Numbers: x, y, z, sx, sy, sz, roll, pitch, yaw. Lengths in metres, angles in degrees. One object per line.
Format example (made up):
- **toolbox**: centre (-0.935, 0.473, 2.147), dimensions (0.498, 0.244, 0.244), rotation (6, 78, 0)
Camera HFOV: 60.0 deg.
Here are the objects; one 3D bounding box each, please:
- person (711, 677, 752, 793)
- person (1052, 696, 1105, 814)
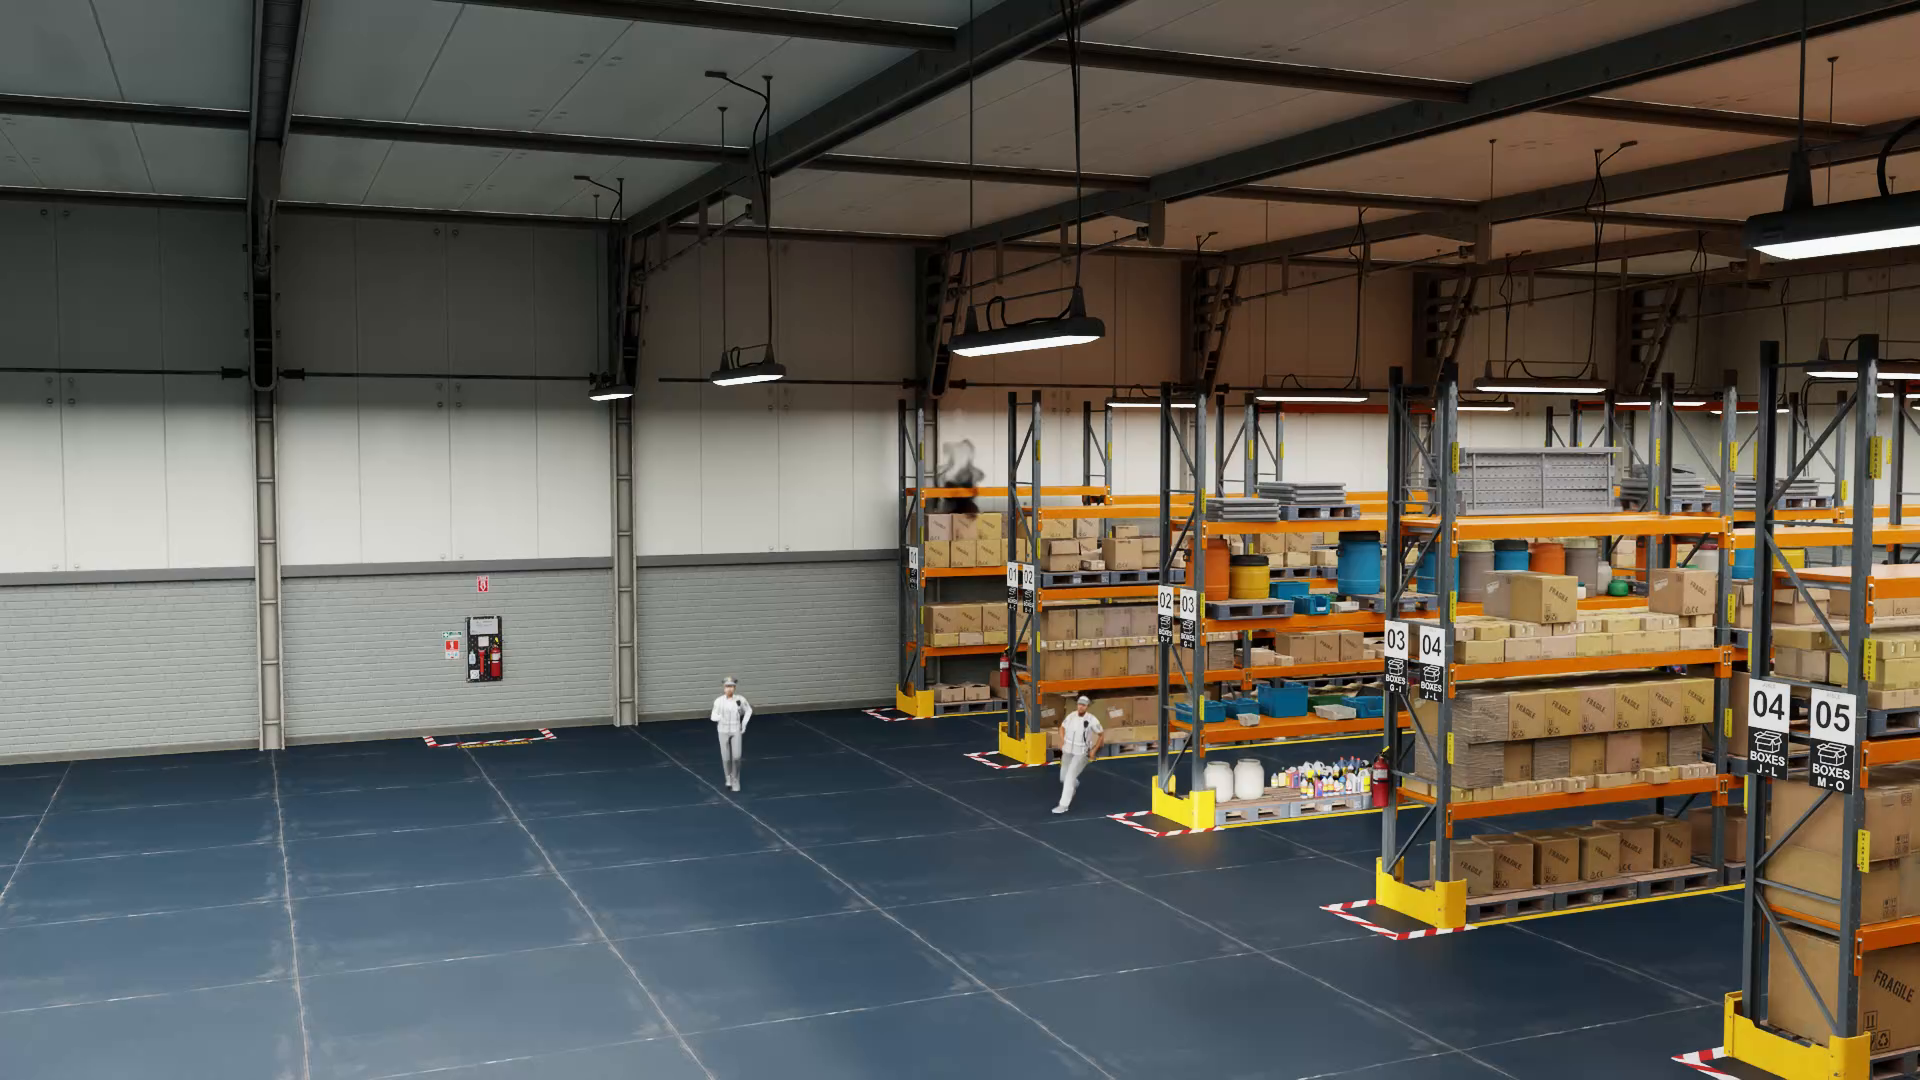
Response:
- **person**: centre (-3.388, 2.884, 24.613), dimensions (0.593, 1.723, 0.651), rotation (0, 3, -4)
- **person**: centre (1.669, 2.991, 23.337), dimensions (0.670, 1.617, 0.808), rotation (2, 4, 30)
